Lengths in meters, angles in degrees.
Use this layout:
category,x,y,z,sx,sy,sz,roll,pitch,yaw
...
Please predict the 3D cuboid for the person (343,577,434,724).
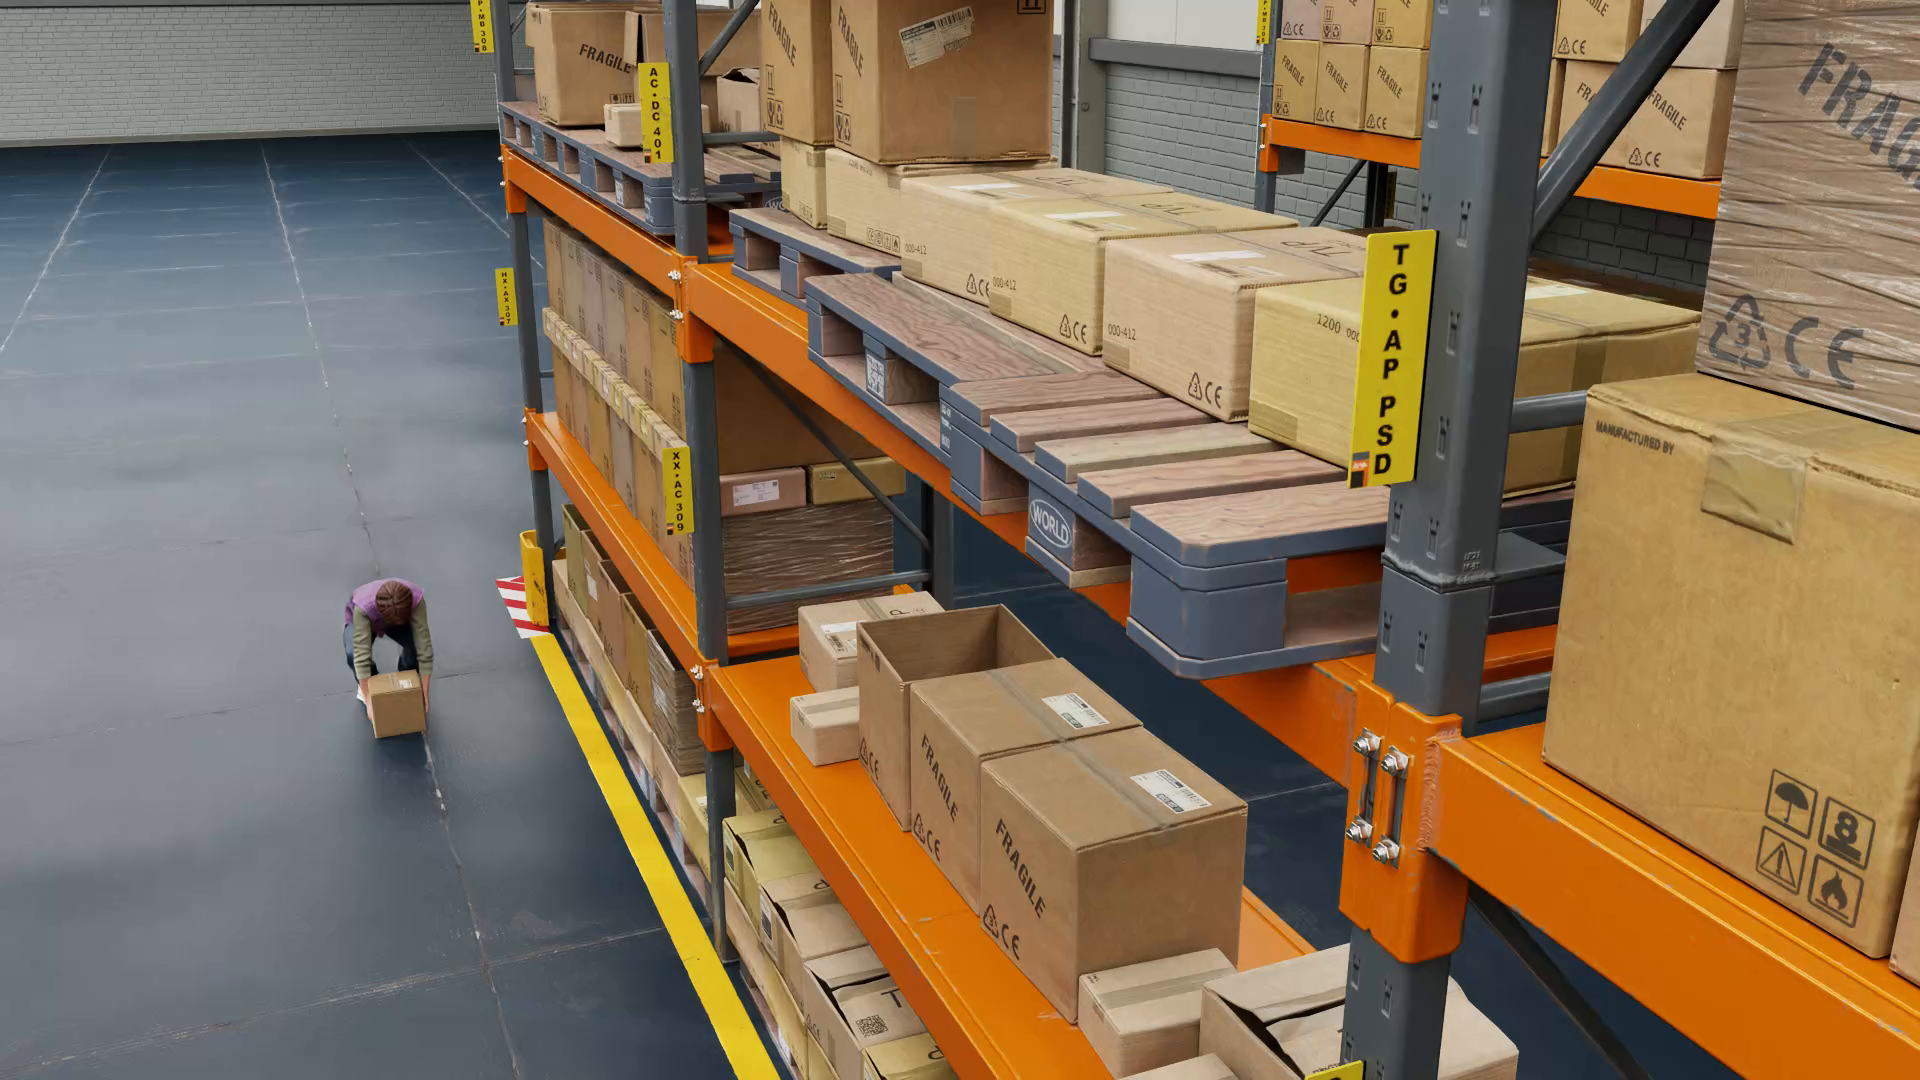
category,x,y,z,sx,sy,sz,roll,pitch,yaw
person,-3.068,0.504,8.892,0.437,0.774,0.805,-8,21,-22
